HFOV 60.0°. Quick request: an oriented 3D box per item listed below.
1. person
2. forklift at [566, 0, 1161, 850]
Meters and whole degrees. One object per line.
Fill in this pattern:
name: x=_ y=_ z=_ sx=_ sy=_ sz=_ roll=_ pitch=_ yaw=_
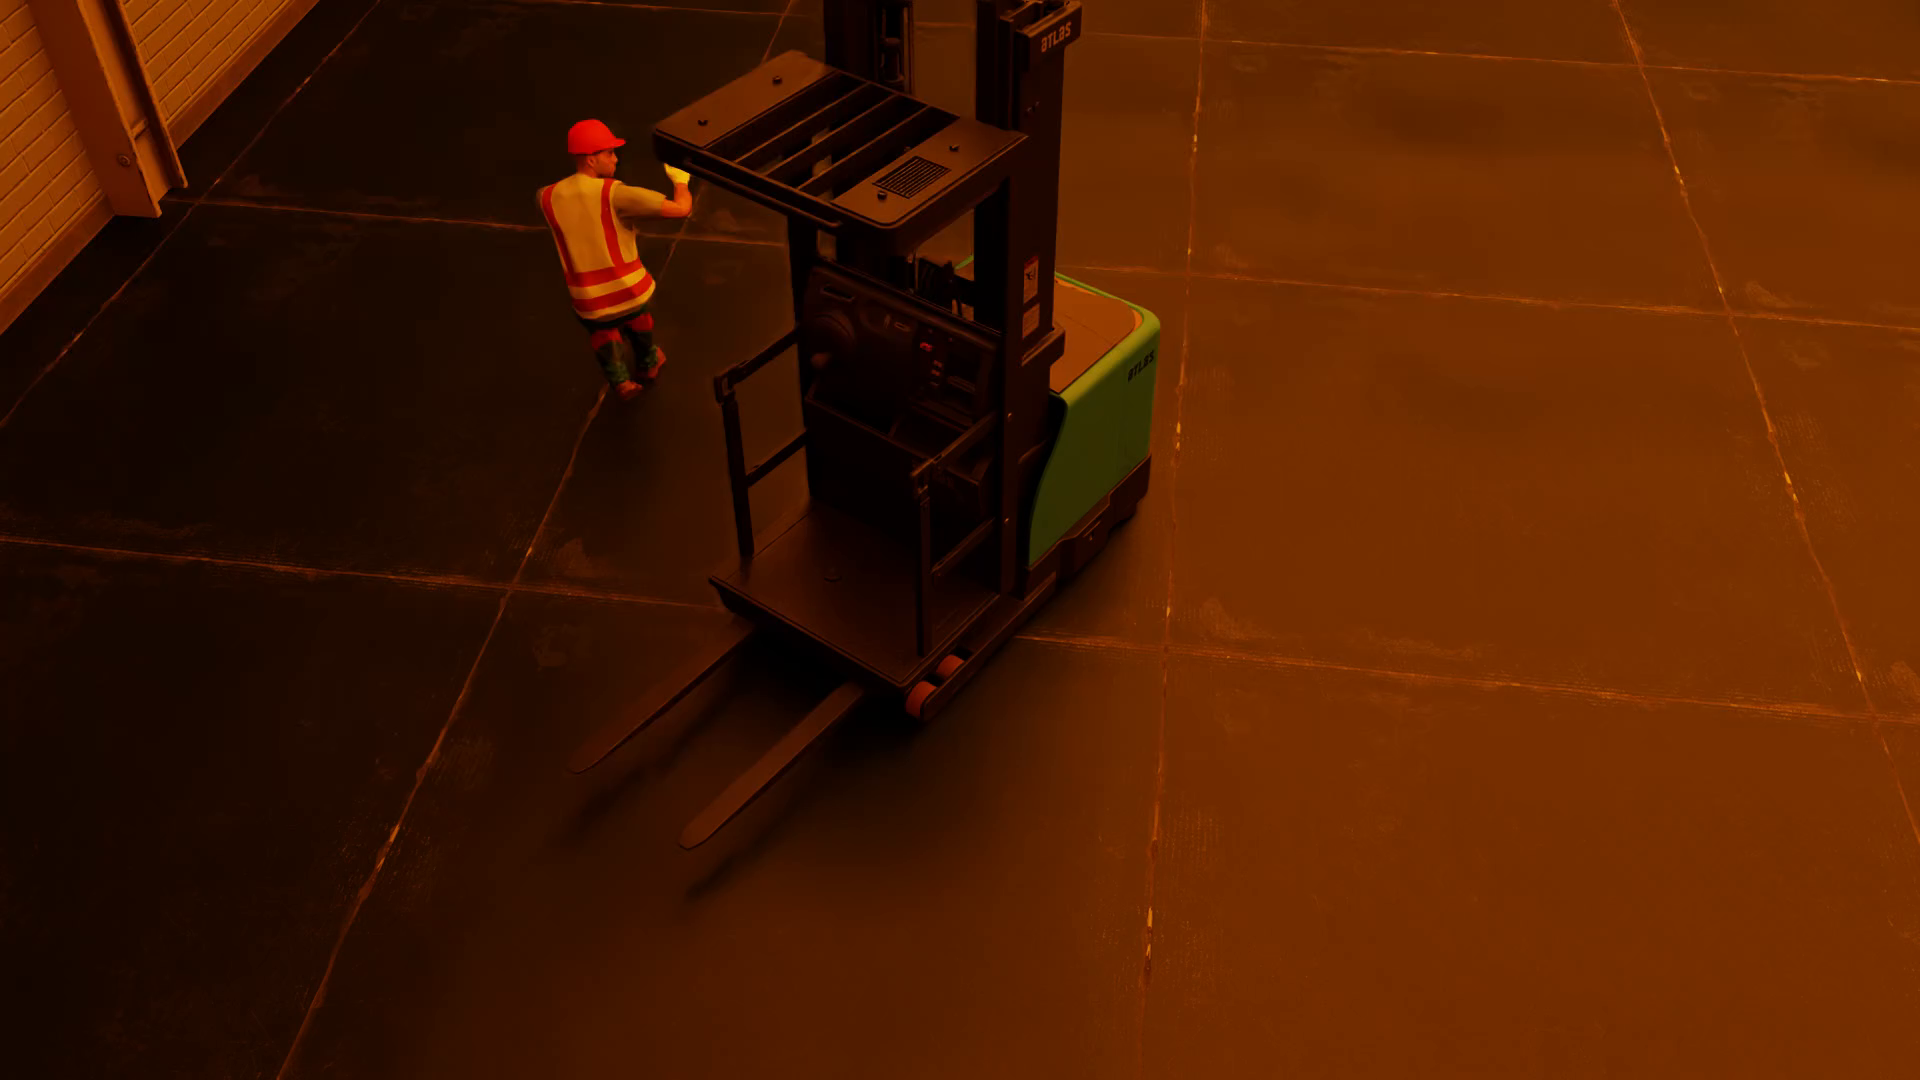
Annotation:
person: x=-1.709 y=-1.475 z=8.402 sx=0.788 sy=1.483 sz=1.021 roll=-7 pitch=43 yaw=-7
forklift: x=-0.380 y=-0.695 z=6.480 sx=1.130 sy=2.935 sz=3.031 roll=27 pitch=49 yaw=26
